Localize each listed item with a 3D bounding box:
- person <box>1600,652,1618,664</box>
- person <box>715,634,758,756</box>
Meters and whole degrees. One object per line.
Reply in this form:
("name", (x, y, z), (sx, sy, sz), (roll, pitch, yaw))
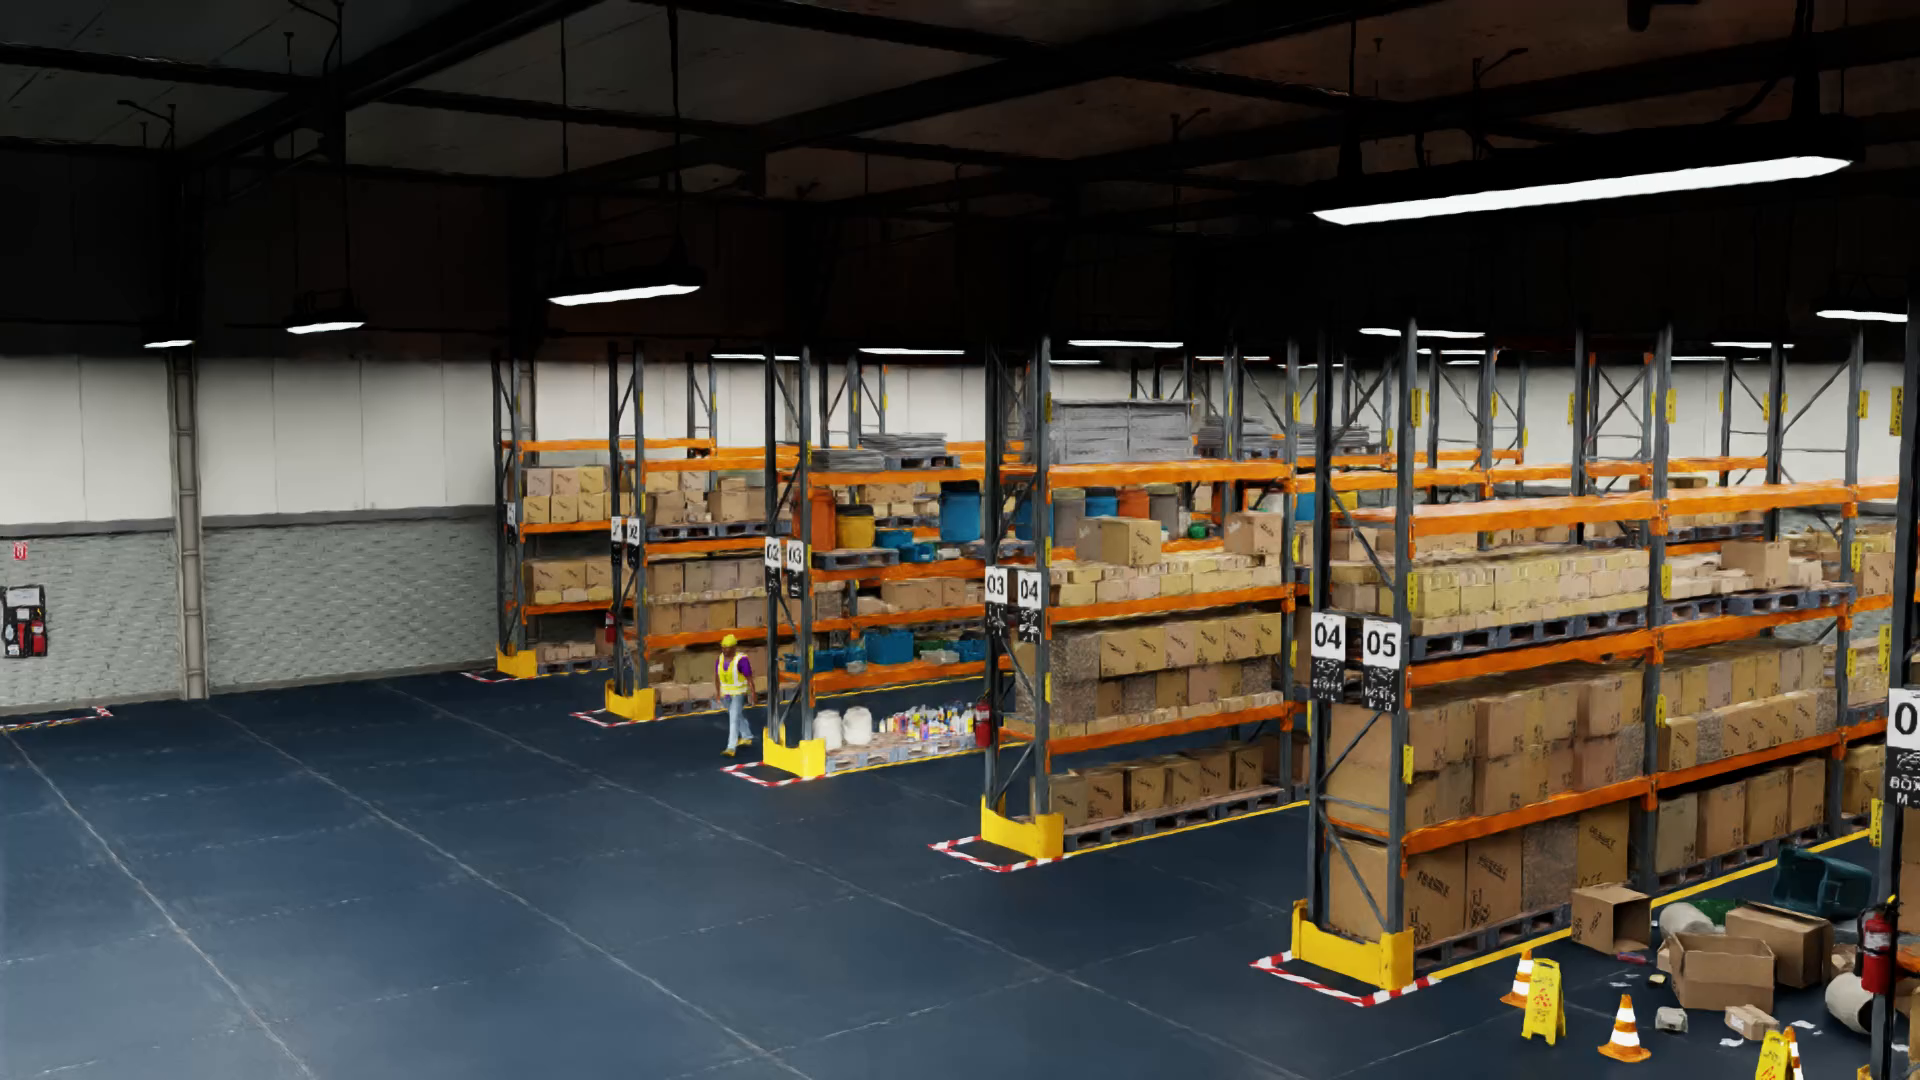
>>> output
("person", (9.033, 2.288, 23.126), (0.410, 1.677, 0.537), (2, 5, 22))
("person", (-3.274, 2.211, 24.011), (0.620, 1.723, 0.965), (3, 6, 33))
